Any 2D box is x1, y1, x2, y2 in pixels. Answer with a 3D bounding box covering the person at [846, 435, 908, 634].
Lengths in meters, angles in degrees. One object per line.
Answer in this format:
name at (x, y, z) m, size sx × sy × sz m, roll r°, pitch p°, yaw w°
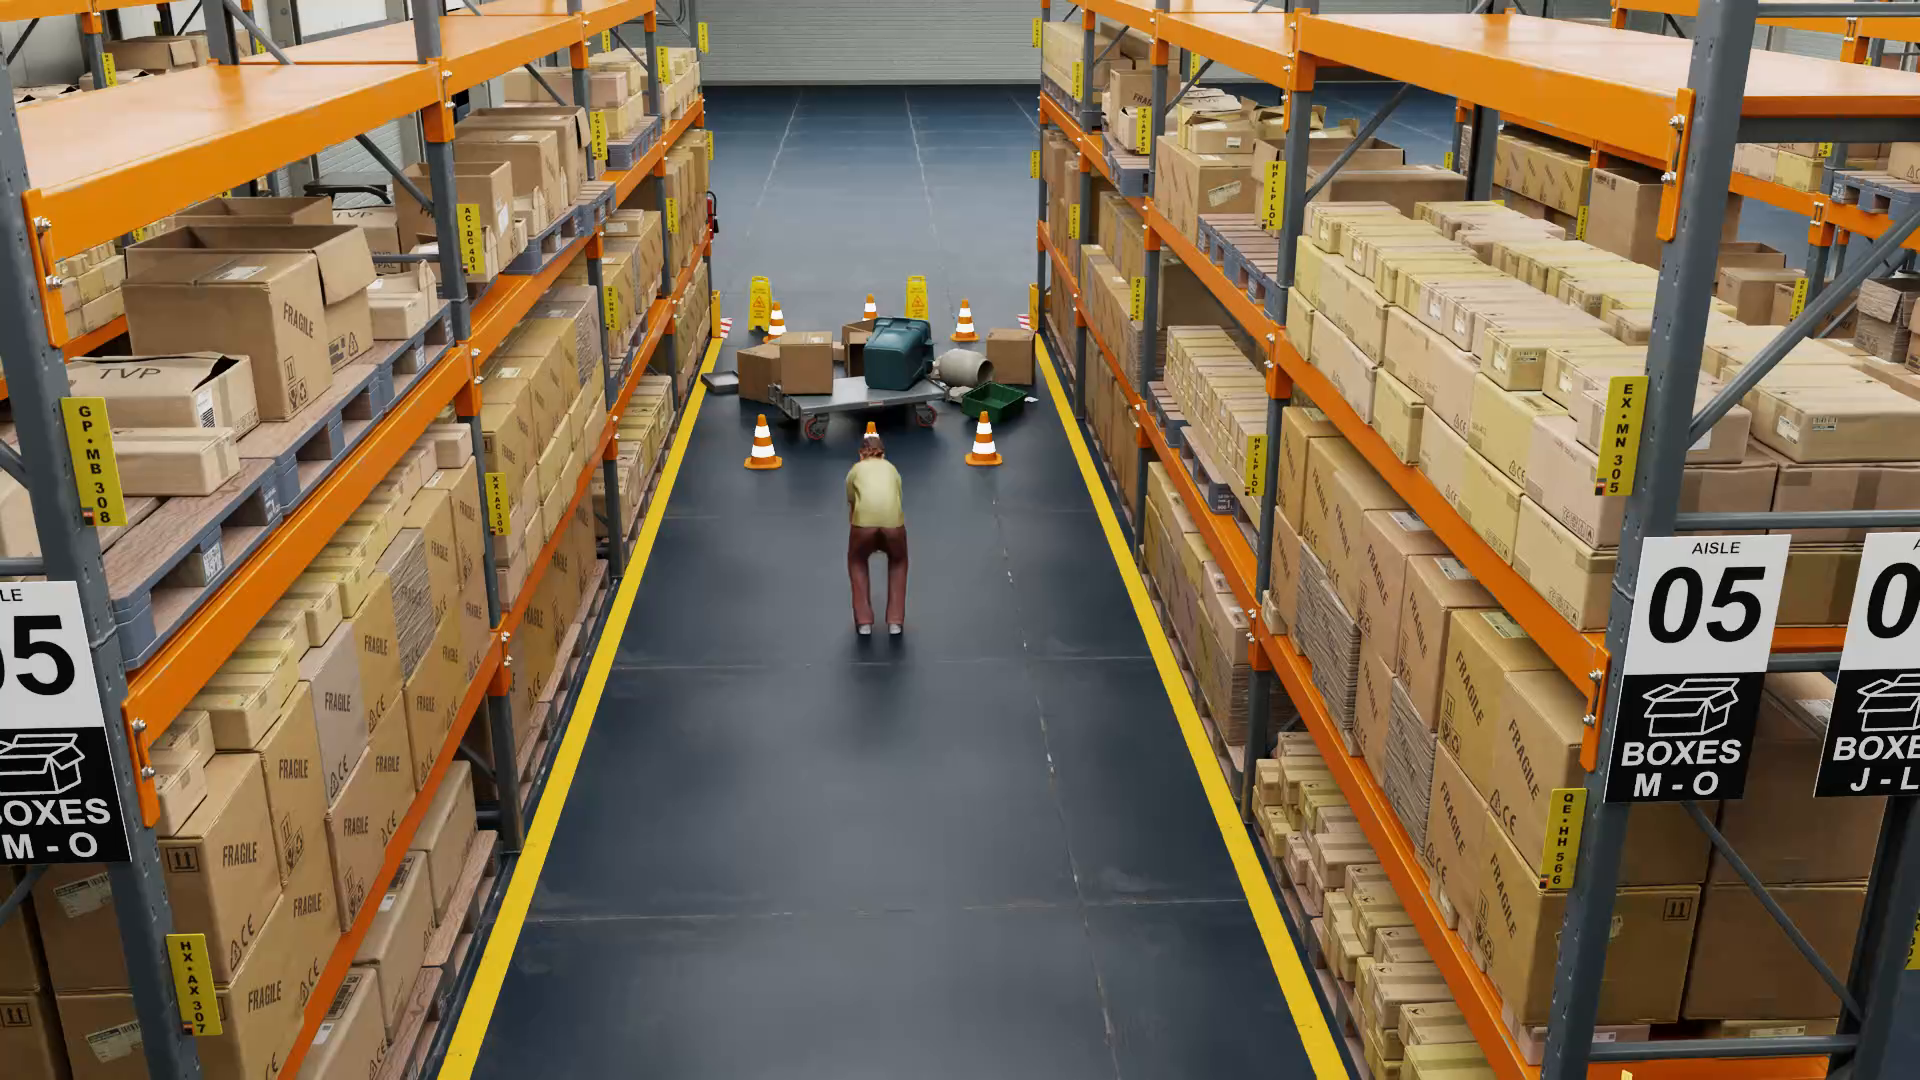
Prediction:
person at (-0.588, -0.039, 11.766) m, size 0.426 × 1.272 × 0.820 m, roll -2°, pitch 21°, yaw -5°
